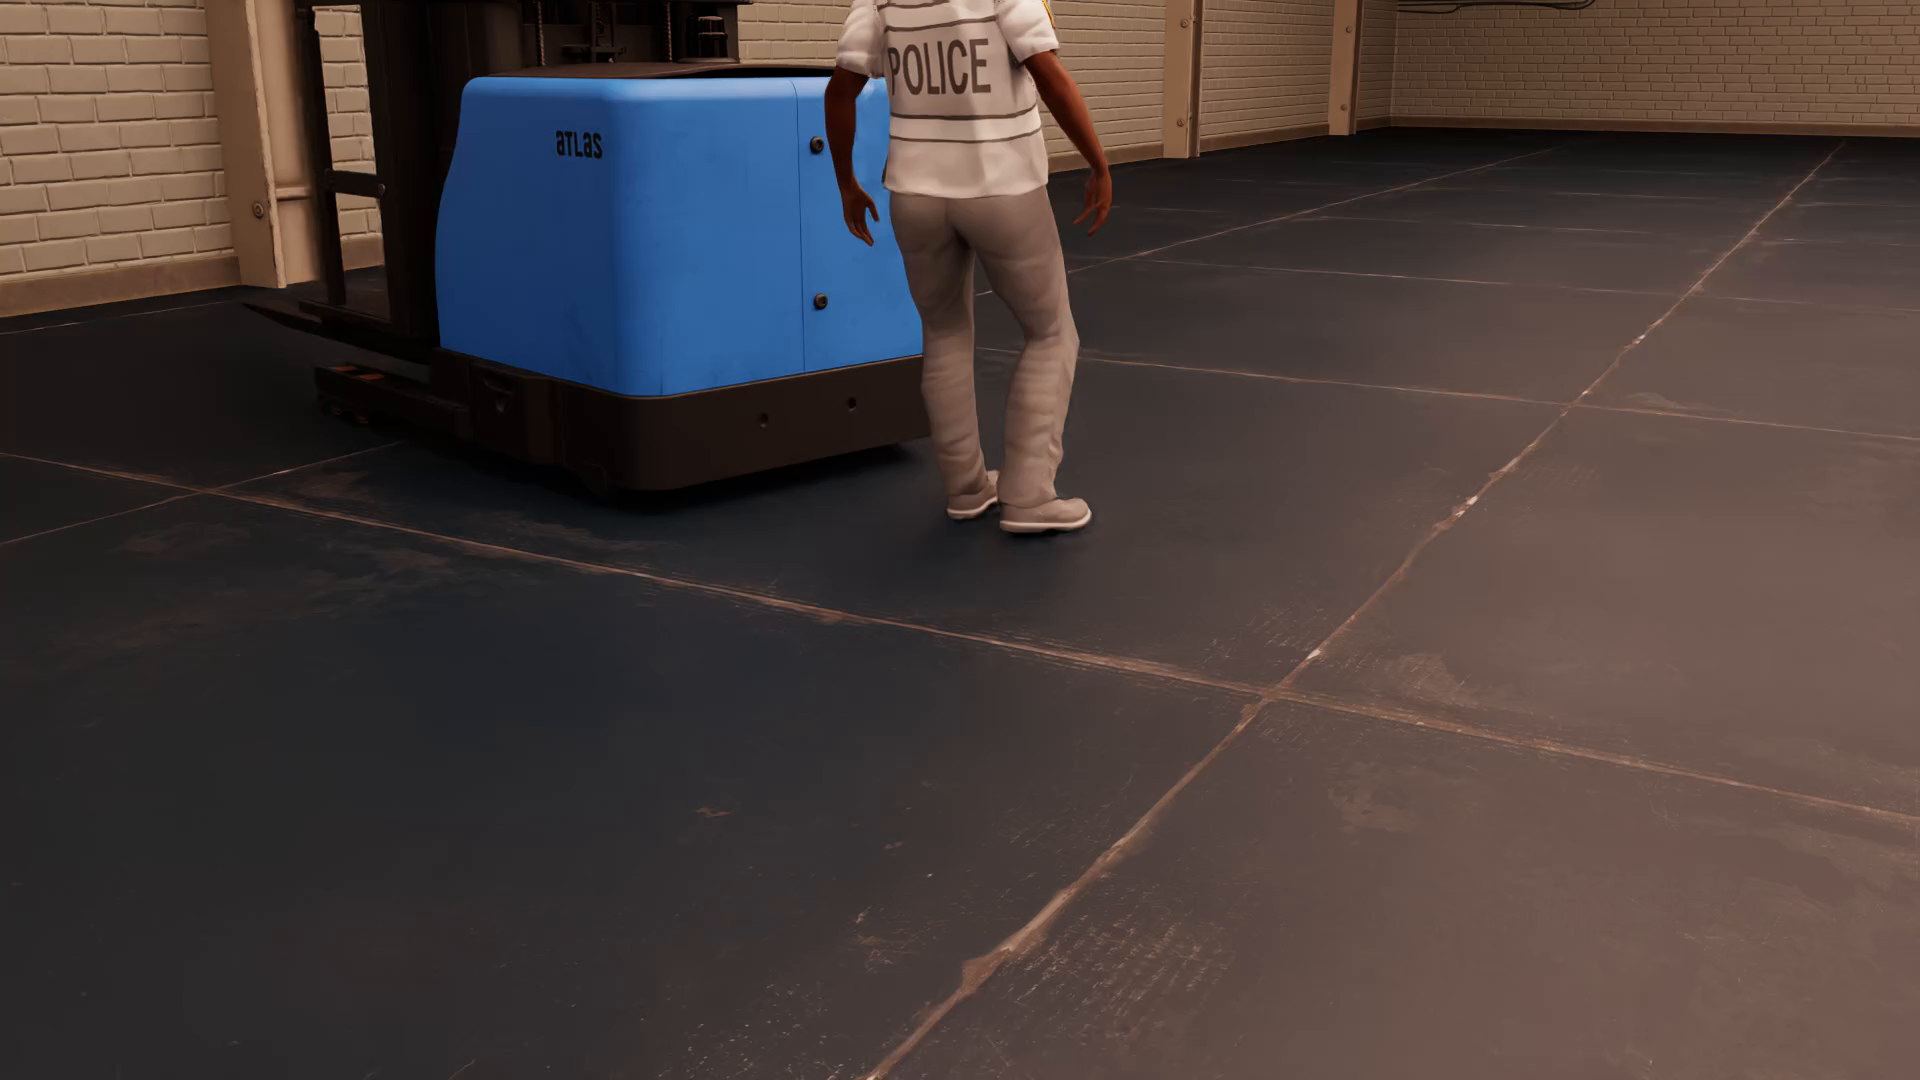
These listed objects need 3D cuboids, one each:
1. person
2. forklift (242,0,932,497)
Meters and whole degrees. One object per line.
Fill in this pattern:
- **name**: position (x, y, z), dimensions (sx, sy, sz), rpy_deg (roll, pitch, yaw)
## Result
- **person**: position (0.056, -0.836, 3.983), dimensions (0.672, 1.657, 0.521), rpy_deg (7, 18, 23)
- **forklift**: position (-1.454, -1.859, 5.165), dimensions (1.130, 2.935, 3.031), rpy_deg (-15, 22, -41)
